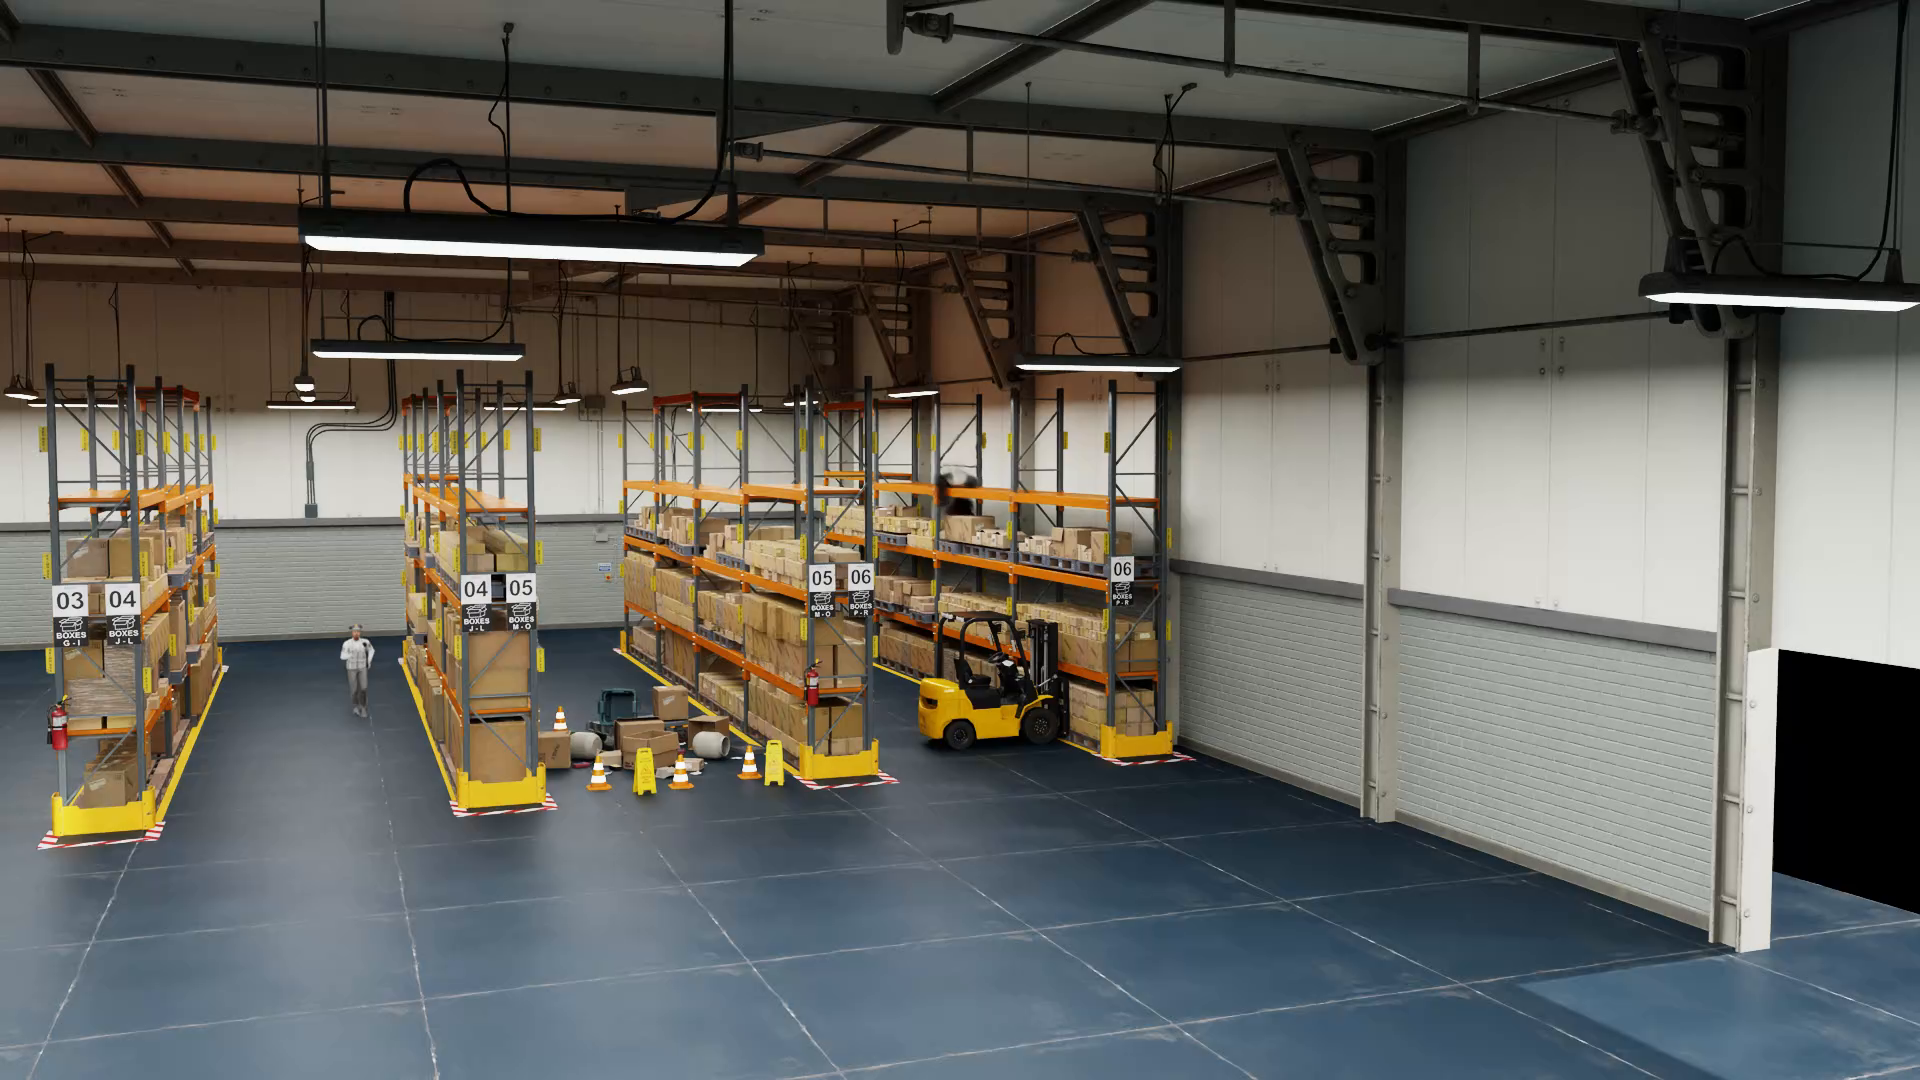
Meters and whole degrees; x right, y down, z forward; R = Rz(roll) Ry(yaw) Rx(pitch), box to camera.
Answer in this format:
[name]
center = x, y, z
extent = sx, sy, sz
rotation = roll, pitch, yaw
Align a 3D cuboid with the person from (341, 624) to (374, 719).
[person]
center = -10.976, 2.387, 30.323
extent = 0.592, 1.734, 0.684
rotation = -1, 4, -22
